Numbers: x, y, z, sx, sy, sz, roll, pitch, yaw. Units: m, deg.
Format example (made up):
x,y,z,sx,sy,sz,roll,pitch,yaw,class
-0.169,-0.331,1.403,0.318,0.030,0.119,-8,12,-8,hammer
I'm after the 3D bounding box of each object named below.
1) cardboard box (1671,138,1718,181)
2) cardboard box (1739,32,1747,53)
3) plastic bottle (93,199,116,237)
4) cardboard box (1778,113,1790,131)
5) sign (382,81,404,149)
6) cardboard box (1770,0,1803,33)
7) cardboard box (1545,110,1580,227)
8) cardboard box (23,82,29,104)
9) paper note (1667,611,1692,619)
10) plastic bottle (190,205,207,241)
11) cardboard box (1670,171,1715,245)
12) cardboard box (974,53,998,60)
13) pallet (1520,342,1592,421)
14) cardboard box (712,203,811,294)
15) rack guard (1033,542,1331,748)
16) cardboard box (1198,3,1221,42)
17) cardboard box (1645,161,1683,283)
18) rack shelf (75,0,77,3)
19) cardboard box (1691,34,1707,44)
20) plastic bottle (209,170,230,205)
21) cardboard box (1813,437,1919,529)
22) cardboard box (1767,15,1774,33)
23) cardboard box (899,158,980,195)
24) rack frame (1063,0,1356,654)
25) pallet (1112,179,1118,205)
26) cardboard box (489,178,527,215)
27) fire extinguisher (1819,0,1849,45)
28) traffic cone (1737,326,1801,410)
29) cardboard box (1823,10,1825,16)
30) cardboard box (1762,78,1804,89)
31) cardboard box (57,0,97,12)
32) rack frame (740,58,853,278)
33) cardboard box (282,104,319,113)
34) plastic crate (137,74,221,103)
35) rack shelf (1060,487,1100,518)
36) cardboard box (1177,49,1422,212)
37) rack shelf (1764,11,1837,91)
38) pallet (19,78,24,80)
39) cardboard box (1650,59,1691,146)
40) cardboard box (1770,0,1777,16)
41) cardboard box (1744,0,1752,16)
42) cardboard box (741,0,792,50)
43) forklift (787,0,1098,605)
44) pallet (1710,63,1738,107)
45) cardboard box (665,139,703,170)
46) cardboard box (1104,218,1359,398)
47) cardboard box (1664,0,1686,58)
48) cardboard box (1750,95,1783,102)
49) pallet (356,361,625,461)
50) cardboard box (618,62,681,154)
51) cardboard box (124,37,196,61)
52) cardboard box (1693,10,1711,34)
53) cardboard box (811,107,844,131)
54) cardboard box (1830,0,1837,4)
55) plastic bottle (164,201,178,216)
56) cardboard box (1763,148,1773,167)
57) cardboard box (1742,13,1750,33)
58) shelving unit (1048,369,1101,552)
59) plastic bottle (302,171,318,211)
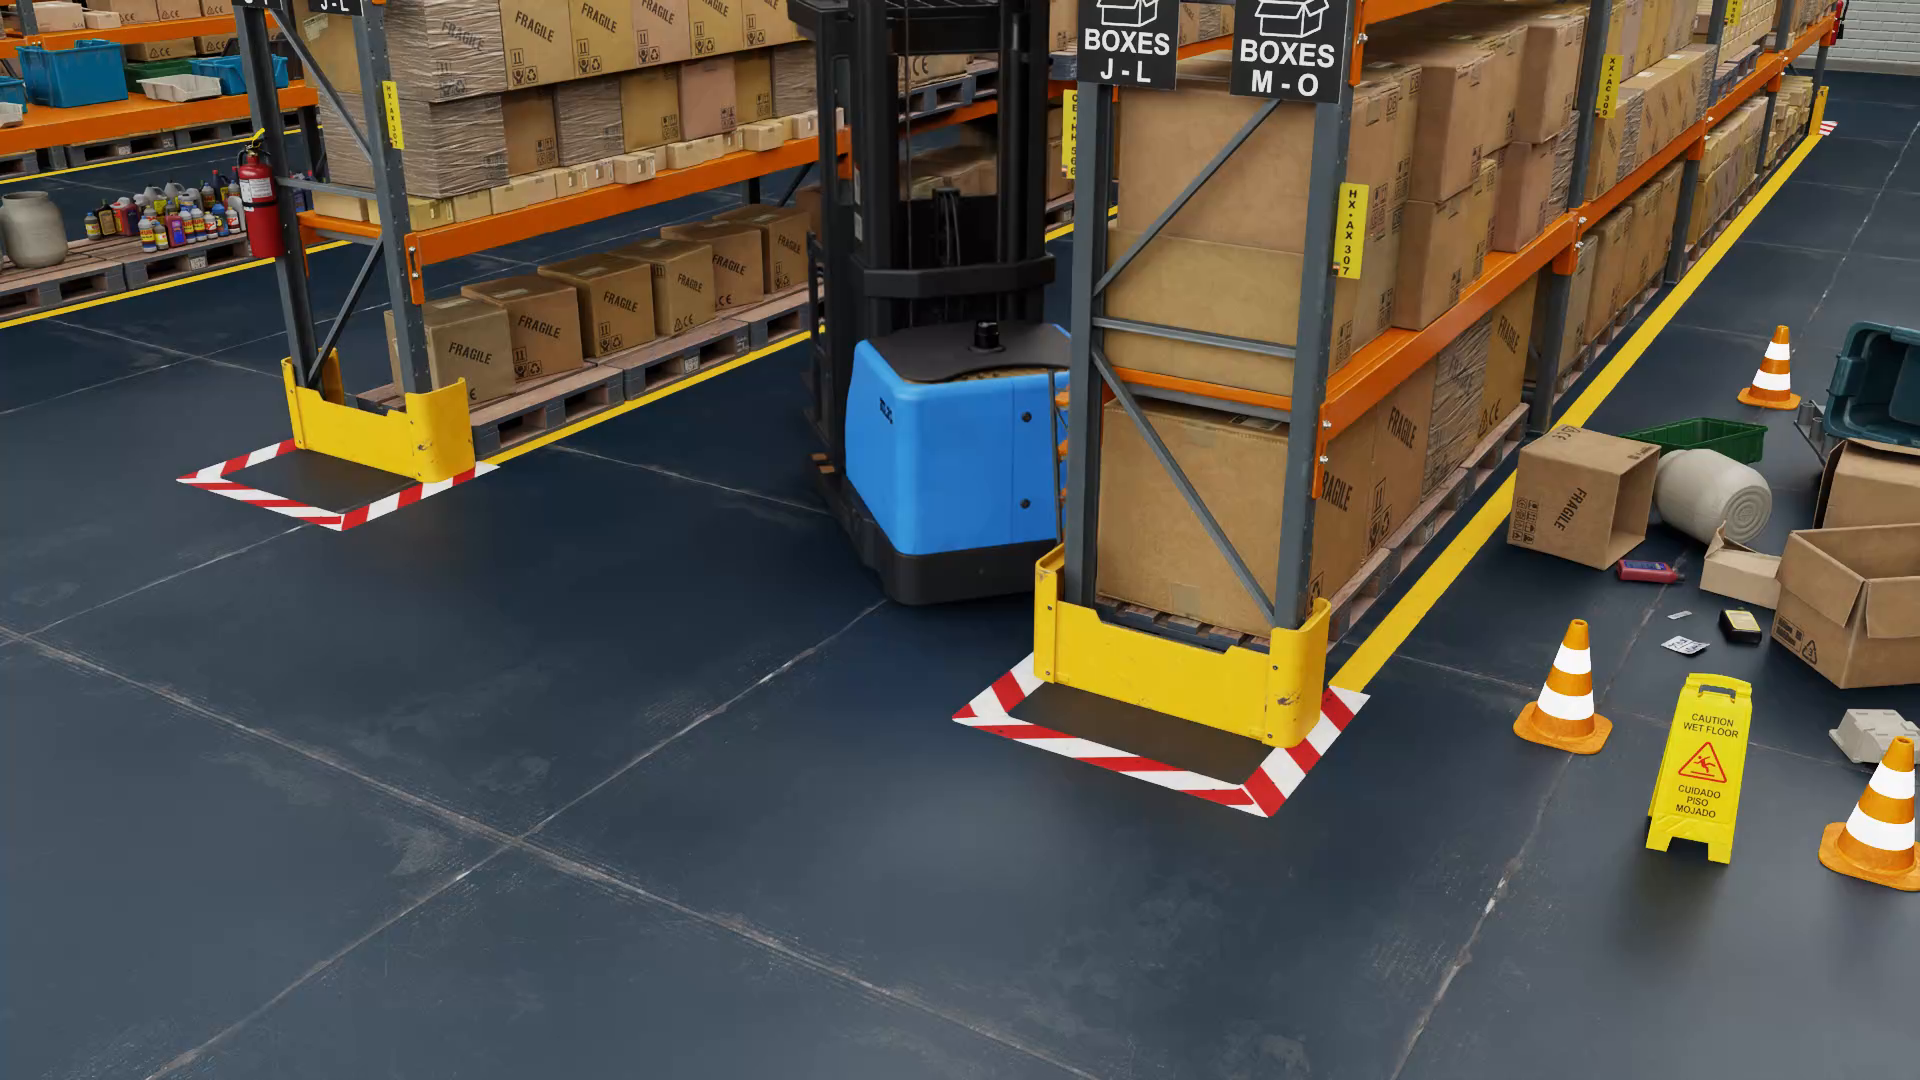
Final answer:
x,y,z,sx,sy,sz,roll,pitch,yaw,class
5.672,-3.025,13.137,0.500,0.250,0.500,13,26,27,cardboard box
6.346,-4.175,13.907,0.380,0.149,0.250,13,27,27,cardboard box
-6.844,-2.575,13.289,0.061,0.283,0.133,15,27,30,plastic bottle
8.327,-4.324,17.149,0.380,0.149,0.250,14,27,29,cardboard box
-2.817,-2.111,8.260,0.100,0.325,0.005,14,27,29,sign
7.688,-5.100,15.756,0.500,0.500,0.500,13,27,28,cardboard box
2.808,-2.045,9.010,0.875,0.550,0.550,14,27,29,cardboard box
-9.612,-4.639,17.418,0.500,0.311,0.500,14,27,29,cardboard box
3.230,0.336,7.460,0.123,0.001,0.032,-12,26,-26,paper note
-6.031,-2.511,13.155,0.097,0.271,0.097,0,23,0,plastic bottle
5.692,-2.685,13.293,0.500,0.500,0.500,13,26,27,cardboard box
0.292,-4.039,13.444,0.396,0.266,0.258,13,27,27,cardboard box
3.335,-1.100,10.526,1.003,0.211,1.213,14,27,29,pallet
-1.413,-2.096,11.934,0.500,0.500,0.500,13,27,27,cardboard box
0.870,0.402,6.693,1.175,0.500,0.348,14,27,29,rack guard
2.232,-5.197,16.352,0.500,0.500,0.500,14,27,29,cardboard box
4.705,-2.427,12.384,1.050,0.750,0.750,13,27,28,cardboard box
-10.628,-7.986,23.828,1.077,0.370,4.000,14,27,29,rack shelf
5.528,-3.789,12.639,0.380,0.149,0.250,15,28,31,cardboard box
-6.254,-2.952,14.074,0.144,0.351,0.185,13,26,27,plastic bottle
4.403,-0.108,7.695,0.797,0.637,0.503,14,27,29,cardboard box
7.171,-4.706,15.132,0.380,0.149,0.250,13,27,28,cardboard box
-0.264,-2.781,13.490,0.700,0.500,0.500,11,26,24,cardboard box
0.882,-0.754,6.215,1.000,3.000,0.127,14,27,29,rack frame
1.422,-3.498,16.064,1.003,0.211,1.213,14,27,29,pallet
-2.632,-1.920,9.225,0.380,0.149,0.250,14,27,29,cardboard box
9.847,-5.935,18.752,0.296,0.674,0.183,14,27,29,fire extinguisher
4.983,-1.076,10.152,0.336,0.463,0.334,14,27,29,traffic cone
9.227,-5.793,18.172,0.380,0.149,0.250,14,27,29,cardboard box
9.077,-5.007,18.350,0.380,0.149,0.250,14,27,30,cardboard box
-9.274,-5.528,17.413,0.396,0.266,0.258,13,27,28,cardboard box
-1.168,-3.177,11.813,1.000,3.000,0.127,14,27,29,rack frame
-7.811,-5.132,19.261,0.500,0.250,0.500,14,27,28,cardboard box
-6.017,-3.493,12.875,0.530,0.136,0.437,14,27,29,plastic crate
0.645,-0.222,7.338,0.258,0.148,0.480,14,35,28,rack shelf
1.323,-1.640,6.715,0.875,0.550,0.550,14,27,29,cardboard box
8.267,-5.149,17.273,1.077,0.370,4.000,14,27,29,rack shelf
-12.096,-6.098,22.071,1.003,0.211,1.213,14,27,29,pallet
4.565,-2.954,11.173,0.500,0.500,0.500,13,27,28,cardboard box
7.170,-4.842,15.072,0.380,0.149,0.250,15,27,31,cardboard box
6.337,-4.447,13.785,0.380,0.149,0.250,13,27,28,cardboard box
-1.434,-3.440,10.661,0.500,0.500,0.500,14,27,29,cardboard box
-0.203,-1.613,8.286,1.130,2.935,3.031,-7,24,-15,forklift
5.388,-3.628,13.097,1.213,0.211,1.003,14,27,29,pallet
-1.836,-2.424,10.391,0.380,0.149,0.250,14,27,29,cardboard box
1.040,-0.957,6.496,0.875,0.550,0.550,14,27,29,cardboard box
4.591,-3.638,11.493,0.700,0.500,0.500,13,27,28,cardboard box
8.253,-4.481,17.136,0.380,0.149,0.250,13,26,27,cardboard box
-2.779,-0.840,9.924,1.003,0.211,1.213,14,27,29,pallet
-2.229,-2.709,10.232,0.875,0.500,0.500,14,27,29,cardboard box
-11.183,-7.068,22.979,0.750,0.750,0.750,13,27,28,cardboard box
5.513,-3.921,12.570,0.380,0.149,0.250,14,27,29,cardboard box
-1.032,-2.928,11.553,0.380,0.149,0.250,14,27,29,cardboard box
9.304,-6.131,18.135,0.500,0.500,0.500,14,27,30,cardboard box
-6.451,-2.667,13.603,0.097,0.201,0.097,0,23,0,plastic bottle
7.677,-3.744,16.182,0.380,0.149,0.250,13,26,27,cardboard box
6.345,-4.316,13.856,0.380,0.149,0.250,15,28,31,cardboard box
0.640,-0.280,7.304,0.258,1.200,0.503,14,35,28,shelving unit
-5.471,-2.924,14.008,0.144,0.351,0.185,13,27,28,plastic bottle
